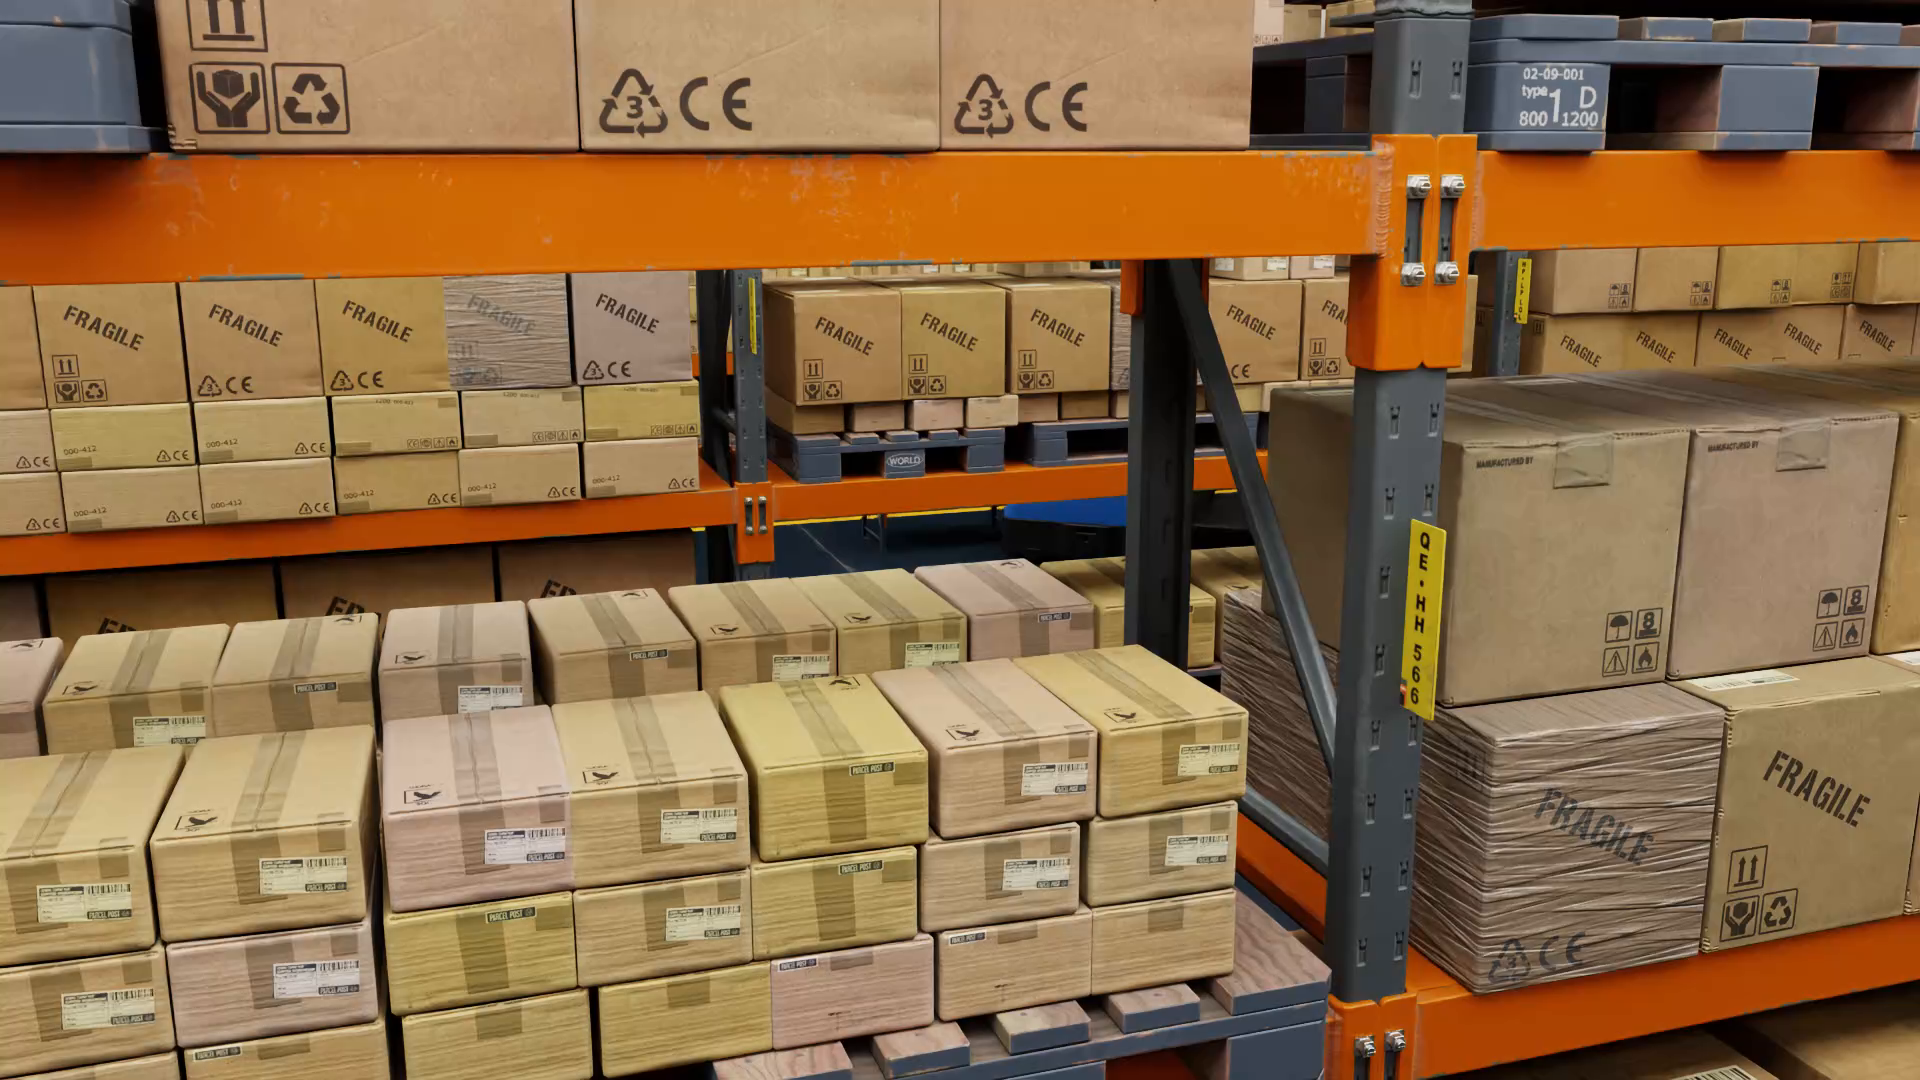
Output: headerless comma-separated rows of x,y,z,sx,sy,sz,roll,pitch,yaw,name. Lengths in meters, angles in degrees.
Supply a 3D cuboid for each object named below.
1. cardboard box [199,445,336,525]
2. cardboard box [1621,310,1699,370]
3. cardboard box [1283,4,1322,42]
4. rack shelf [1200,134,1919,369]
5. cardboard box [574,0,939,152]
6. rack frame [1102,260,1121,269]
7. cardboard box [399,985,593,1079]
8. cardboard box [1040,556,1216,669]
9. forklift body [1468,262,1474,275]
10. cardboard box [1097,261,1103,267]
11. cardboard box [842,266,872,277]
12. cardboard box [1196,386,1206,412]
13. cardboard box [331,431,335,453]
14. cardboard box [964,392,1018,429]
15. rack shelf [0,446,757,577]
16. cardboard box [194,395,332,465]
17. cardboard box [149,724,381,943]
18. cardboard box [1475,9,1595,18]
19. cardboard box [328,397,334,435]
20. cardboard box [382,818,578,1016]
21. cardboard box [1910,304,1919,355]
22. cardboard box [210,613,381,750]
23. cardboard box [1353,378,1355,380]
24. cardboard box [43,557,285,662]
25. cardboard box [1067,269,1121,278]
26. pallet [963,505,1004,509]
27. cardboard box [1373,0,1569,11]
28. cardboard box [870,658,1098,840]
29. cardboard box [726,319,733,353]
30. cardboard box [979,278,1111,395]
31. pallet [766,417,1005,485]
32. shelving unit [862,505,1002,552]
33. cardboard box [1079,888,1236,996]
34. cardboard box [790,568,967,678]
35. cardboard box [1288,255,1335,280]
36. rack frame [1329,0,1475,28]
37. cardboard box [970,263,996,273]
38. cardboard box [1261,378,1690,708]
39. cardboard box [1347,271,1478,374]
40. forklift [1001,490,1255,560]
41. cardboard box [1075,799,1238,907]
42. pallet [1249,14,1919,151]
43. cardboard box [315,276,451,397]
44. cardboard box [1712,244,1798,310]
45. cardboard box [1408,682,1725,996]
-2.921,-0.253,7.048,0.500,0.250,0.500,-5,14,-19,cardboard box
3.677,-1.041,9.177,0.500,0.500,0.500,-5,14,-18,cardboard box
1.552,-2.674,8.755,0.500,0.250,0.500,-5,14,-19,cardboard box
2.482,-0.717,3.749,4.000,0.370,1.077,-4,14,-18,rack shelf
-0.344,-0.831,2.455,0.500,0.500,0.500,-4,14,-18,cardboard box
1.116,-1.922,13.742,0.127,3.000,1.000,-4,14,-18,rack frame
-0.706,0.669,2.482,0.250,0.149,0.380,-5,14,-21,cardboard box
0.868,0.385,8.814,0.625,0.372,0.950,-4,14,-16,cardboard box
3.692,-1.265,12.811,1.214,2.155,2.313,-4,14,-18,forklift body
1.339,-2.367,13.992,0.250,0.149,0.380,-5,14,-18,cardboard box
-0.843,-2.088,12.822,0.250,0.149,0.380,-4,14,-18,cardboard box
1.049,-0.748,8.443,0.250,0.149,0.380,-5,14,-20,cardboard box
-3.079,-0.368,7.534,0.500,0.250,0.500,-4,14,-18,cardboard box
0.099,-0.643,8.001,0.250,0.149,0.380,-4,14,-18,cardboard box
-2.984,-0.041,7.388,4.000,0.370,1.077,-4,14,-18,rack shelf
-2.922,-0.498,6.999,0.500,0.250,0.500,-5,14,-20,cardboard box
-0.958,0.400,2.330,0.250,0.149,0.380,-4,14,-15,cardboard box
1.084,-1.152,3.401,0.250,0.166,0.380,-4,14,-18,cardboard box
-3.099,-0.619,7.508,0.500,0.250,0.500,-4,14,-17,cardboard box
-0.712,0.525,2.445,0.250,0.149,0.380,-5,14,-18,cardboard box
5.591,-1.186,9.788,0.500,0.500,0.500,-4,14,-18,cardboard box
-1.159,0.257,2.930,0.250,0.149,0.380,-4,14,-16,cardboard box
2.048,-0.802,8.667,0.250,0.149,0.380,-5,14,-20,cardboard box
-3.464,0.454,7.435,0.875,0.875,0.875,-4,14,-16,cardboard box
0.736,-1.149,8.725,0.500,0.500,0.500,-5,14,-20,cardboard box
0.430,-0.503,13.800,1.213,0.211,1.003,-4,14,-18,pallet
0.954,-1.040,2.971,0.250,0.149,0.380,-5,14,-20,cardboard box
0.029,0.323,2.654,0.250,0.149,0.380,-5,14,-19,cardboard box
-1.698,-1.569,12.582,0.500,0.250,0.500,-5,14,-19,cardboard box
0.405,-1.000,8.096,0.500,0.500,0.500,-4,14,-17,cardboard box
-0.447,-0.521,8.267,1.003,0.211,1.213,-4,14,-18,pallet
-0.146,-0.555,12.046,1.048,1.125,0.538,-5,14,-19,shelving unit
0.265,0.595,2.796,0.250,0.149,0.380,-4,14,-17,cardboard box
-0.167,0.180,3.254,0.250,0.149,0.380,-5,14,-20,cardboard box
1.688,-1.410,8.420,0.250,0.149,0.380,-5,14,-20,cardboard box
0.586,-2.379,2.699,0.127,3.000,1.000,-4,14,-18,rack frame
0.169,-2.135,13.017,0.250,0.149,0.380,-5,14,-20,cardboard box
1.015,-0.027,3.396,0.500,0.500,0.700,-5,14,-18,cardboard box
2.338,-1.147,8.717,0.500,0.500,0.500,-5,14,-19,cardboard box
1.863,-1.282,11.197,3.031,2.935,1.130,4,14,18,forklift
0.263,0.449,2.766,0.250,0.149,0.380,-4,14,-17,cardboard box
1.180,-0.887,3.316,1.003,0.211,1.213,-4,14,-15,pallet
-2.451,-0.903,7.082,0.500,0.500,0.500,-4,14,-18,cardboard box
4.165,-1.563,9.211,0.500,0.500,0.700,-5,14,-19,cardboard box
1.098,0.517,3.272,0.500,0.500,0.500,-4,14,-17,cardboard box
